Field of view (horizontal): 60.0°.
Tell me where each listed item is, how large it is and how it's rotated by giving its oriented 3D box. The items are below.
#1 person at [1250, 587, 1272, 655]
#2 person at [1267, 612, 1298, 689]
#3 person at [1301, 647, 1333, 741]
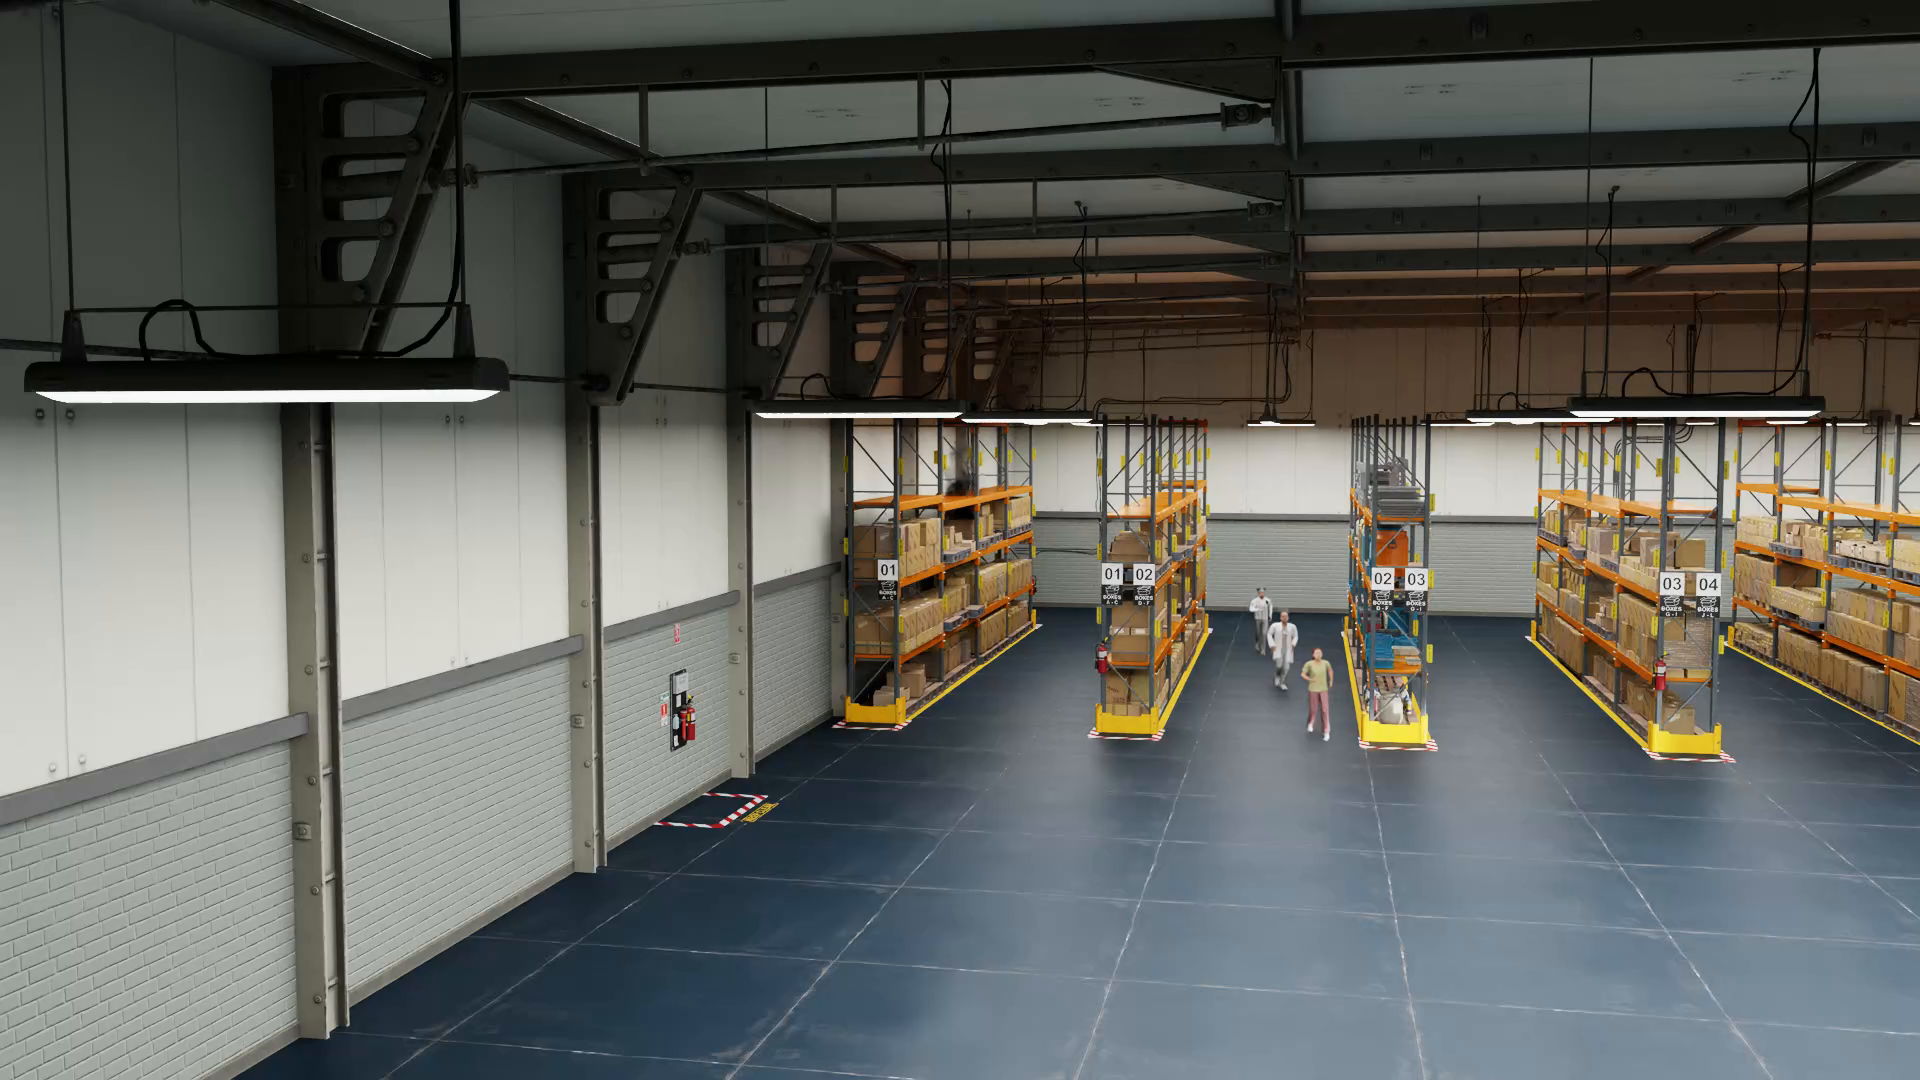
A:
[{"bbox_3d":[7.667,2.033,42.348,0.606,1.680,0.938,0,4,3],"label":"person"},{"bbox_3d":[7.107,2.435,36.543,0.660,1.715,0.653,0,4,1],"label":"person"},{"bbox_3d":[6.636,2.822,30.912,0.609,1.697,0.895,0,4,1],"label":"person"}]
